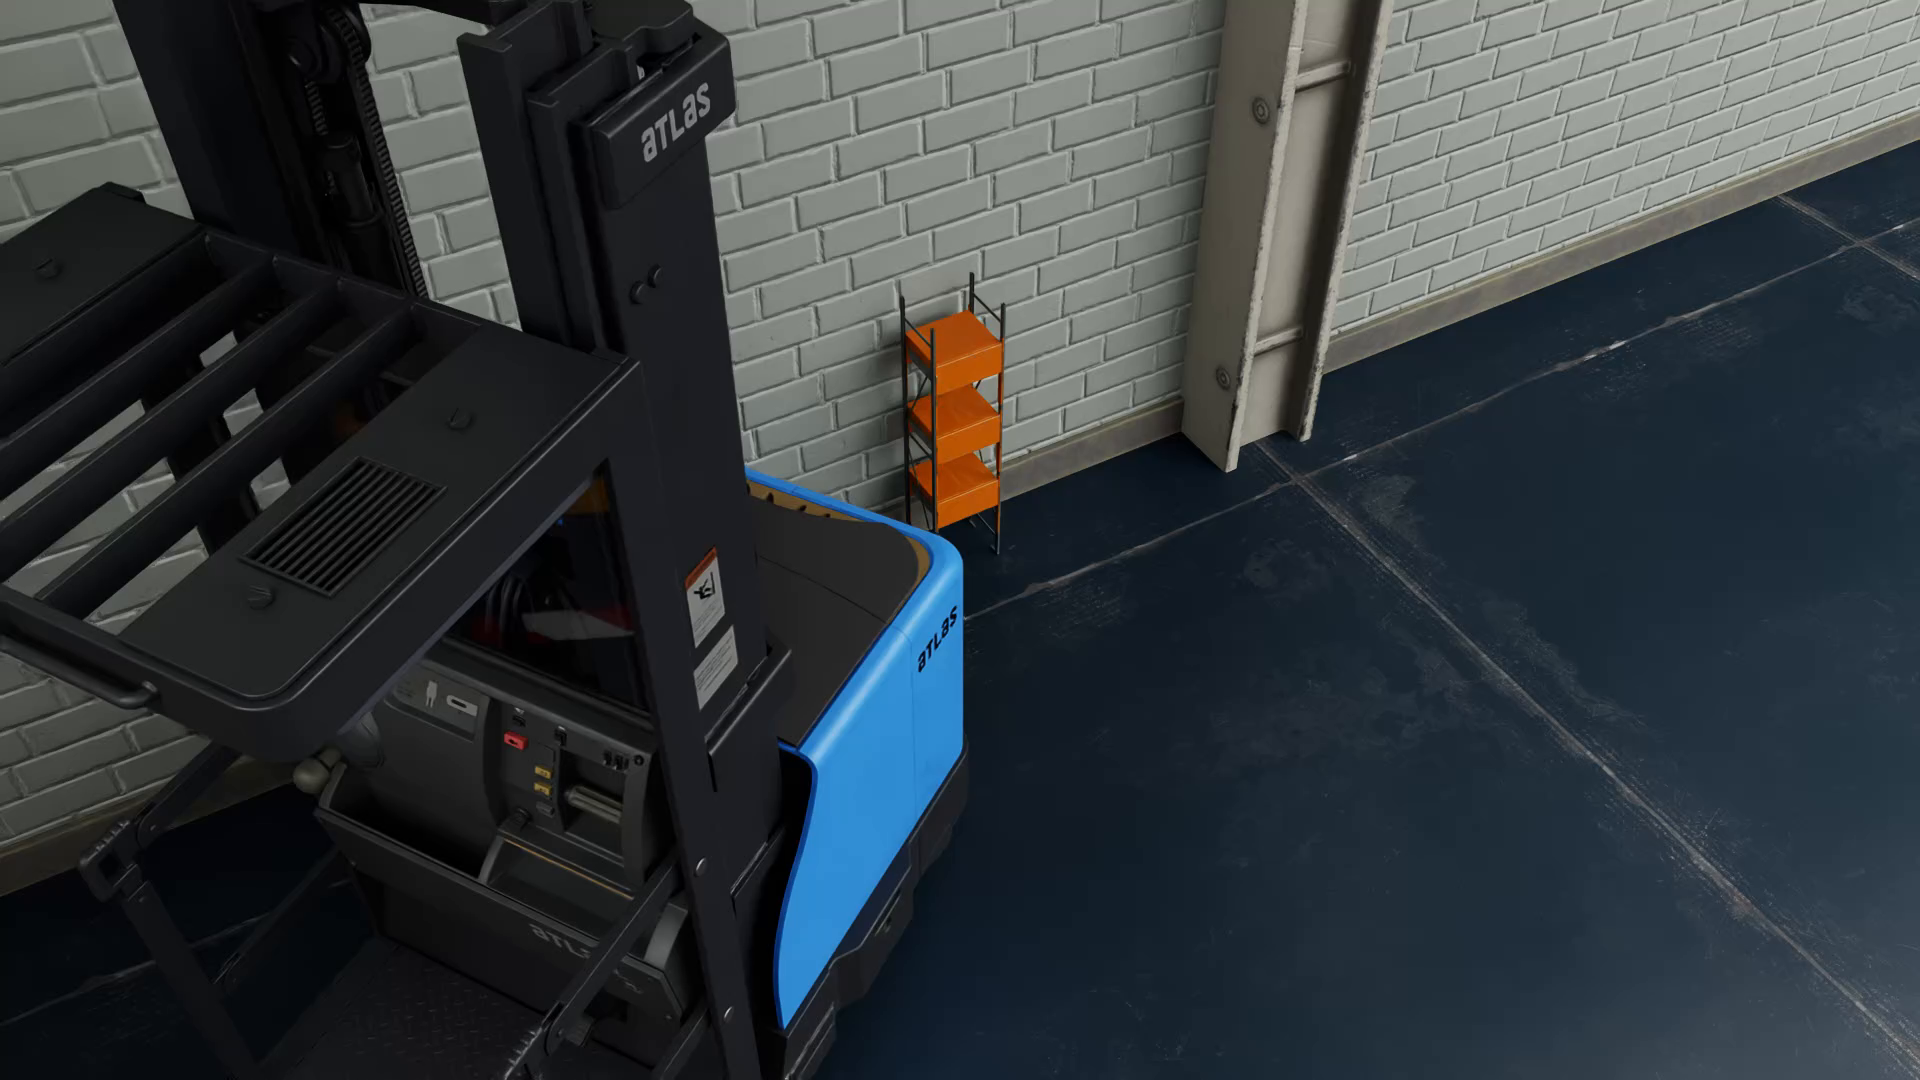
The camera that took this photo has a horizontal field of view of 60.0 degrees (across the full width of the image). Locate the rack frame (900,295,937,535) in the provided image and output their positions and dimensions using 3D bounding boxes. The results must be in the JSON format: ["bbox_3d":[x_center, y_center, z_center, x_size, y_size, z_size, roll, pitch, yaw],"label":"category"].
[{"bbox_3d":[-0.128,-0.299,5.303,0.008,1.050,0.200,-22,49,-21],"label":"rack frame"}]

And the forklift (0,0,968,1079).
[{"bbox_3d":[-1.091,0.492,3.139,1.130,2.935,3.031,19,47,19],"label":"forklift"}]

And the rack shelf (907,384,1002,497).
[{"bbox_3d":[-0.023,-0.335,5.355,0.240,0.259,0.215,-22,49,-21],"label":"rack shelf"}]

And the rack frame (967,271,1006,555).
[{"bbox_3d":[0.082,-0.386,5.393,0.008,1.050,0.200,-22,49,-21],"label":"rack frame"}]

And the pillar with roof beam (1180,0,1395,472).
[{"bbox_3d":[3.196,-1.033,0.353,0.400,9.000,9.100,-22,48,-21],"label":"pillar with roof beam"}]

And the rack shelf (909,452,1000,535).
[{"bbox_3d":[-0.024,-0.136,5.550,0.240,0.259,0.215,-22,49,-21],"label":"rack shelf"}]

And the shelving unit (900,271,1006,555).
[{"bbox_3d":[-0.023,-0.342,5.348,0.252,1.050,0.215,-22,49,-21],"label":"shelving unit"}]

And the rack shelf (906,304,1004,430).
[{"bbox_3d":[-0.023,-0.537,5.157,0.240,0.259,0.215,-22,49,-21],"label":"rack shelf"}]
